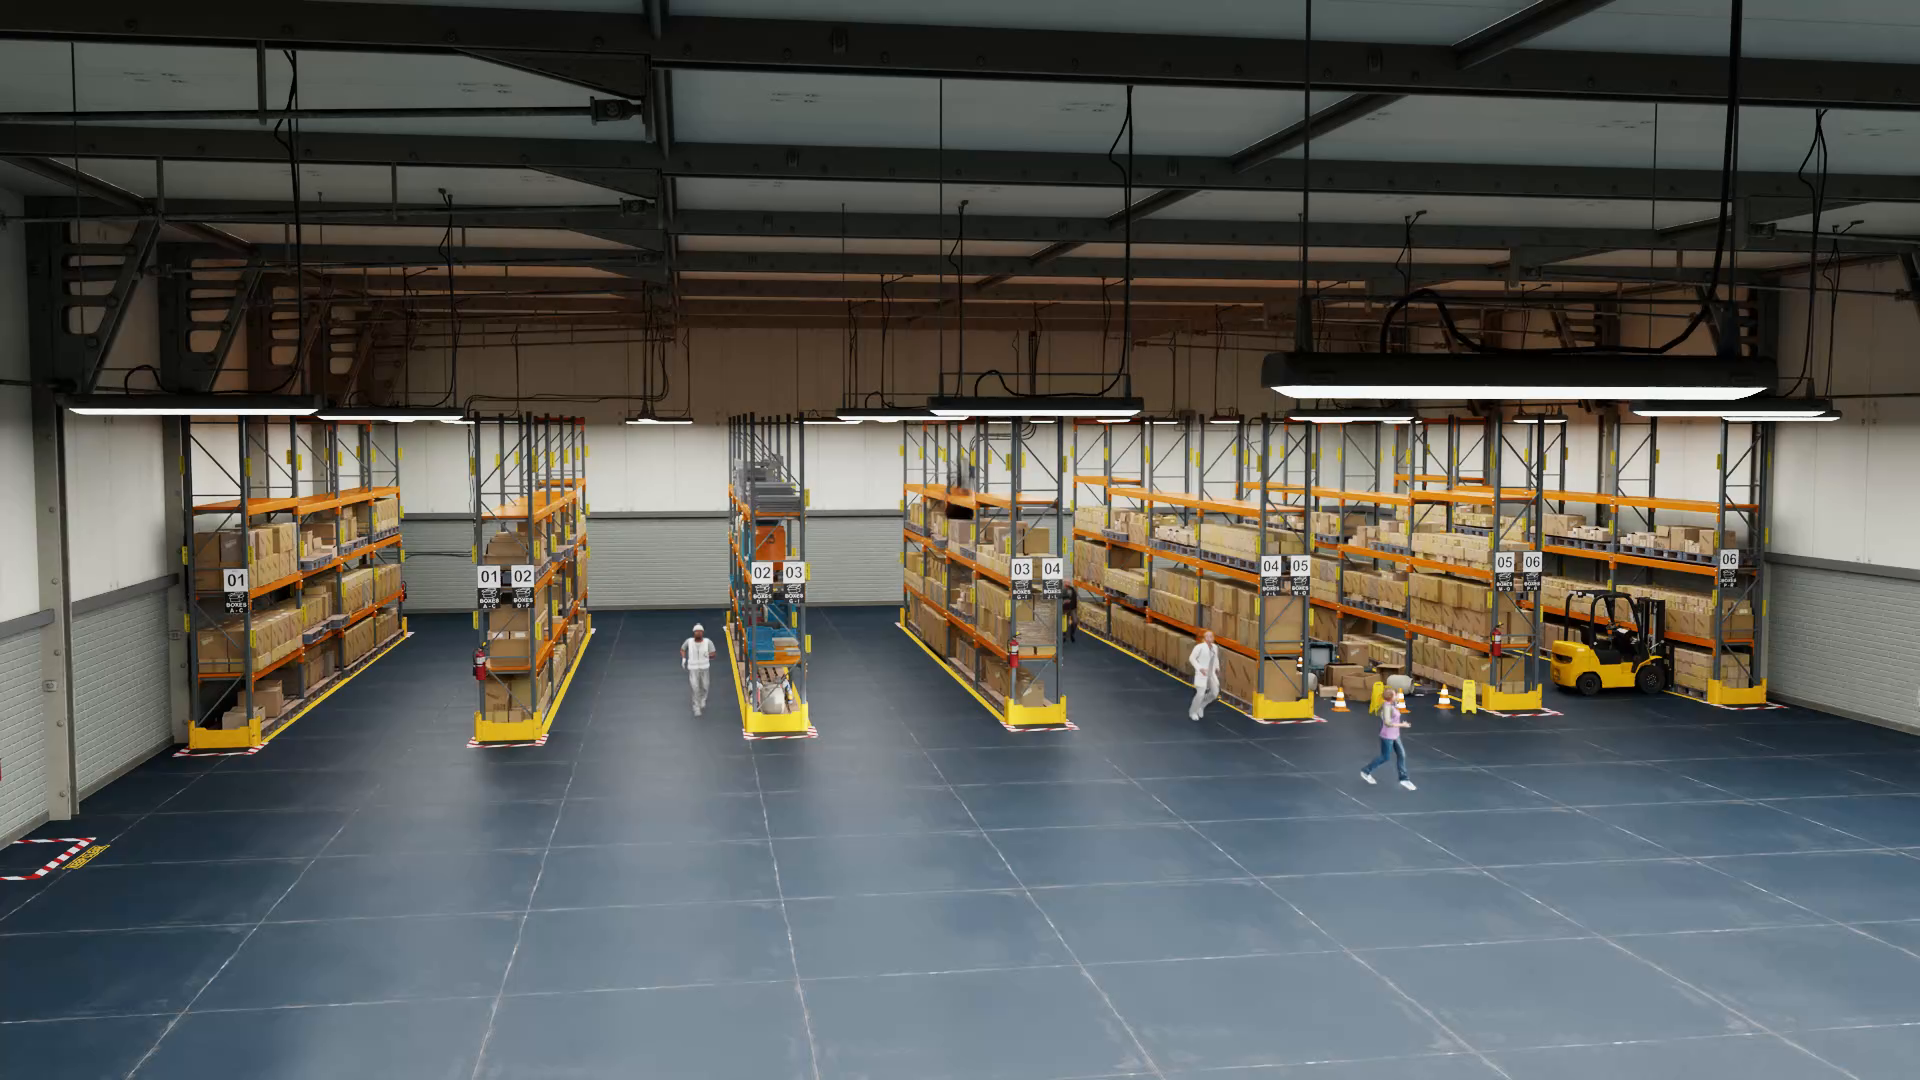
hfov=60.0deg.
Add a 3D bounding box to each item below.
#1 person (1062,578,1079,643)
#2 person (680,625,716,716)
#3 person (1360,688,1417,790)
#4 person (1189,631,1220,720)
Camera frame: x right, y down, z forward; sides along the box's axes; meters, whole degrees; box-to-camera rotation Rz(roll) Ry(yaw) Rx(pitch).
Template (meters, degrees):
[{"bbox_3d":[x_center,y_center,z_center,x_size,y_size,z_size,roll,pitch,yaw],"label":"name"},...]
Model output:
[{"bbox_3d":[2.874,1.872,44.013,0.693,1.729,0.669,-1,4,-13],"label":"person"},{"bbox_3d":[-5.201,2.563,33.106,0.691,1.762,0.994,-1,4,-13],"label":"person"},{"bbox_3d":[6.786,3.133,26.301,0.868,1.610,0.548,2,4,25],"label":"person"},{"bbox_3d":[4.847,2.650,32.600,0.773,1.722,0.580,-2,4,-28],"label":"person"}]
